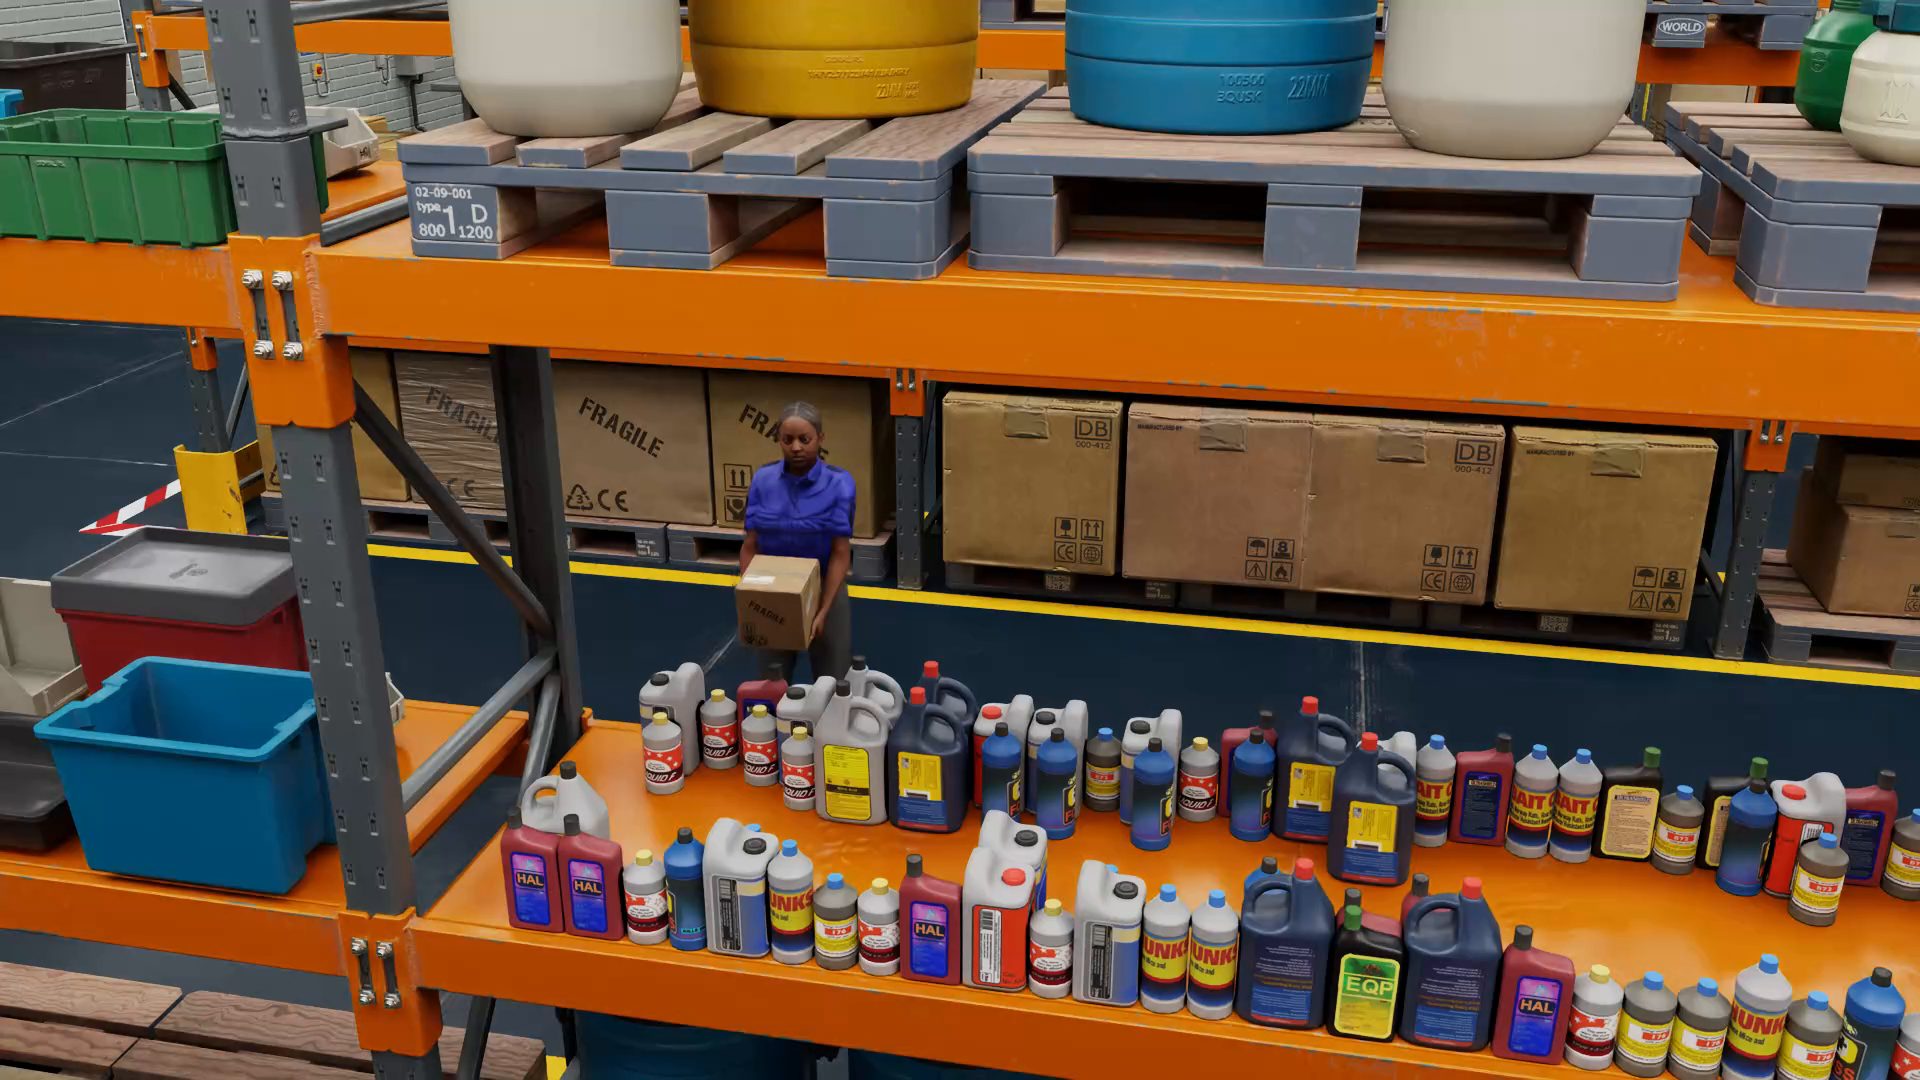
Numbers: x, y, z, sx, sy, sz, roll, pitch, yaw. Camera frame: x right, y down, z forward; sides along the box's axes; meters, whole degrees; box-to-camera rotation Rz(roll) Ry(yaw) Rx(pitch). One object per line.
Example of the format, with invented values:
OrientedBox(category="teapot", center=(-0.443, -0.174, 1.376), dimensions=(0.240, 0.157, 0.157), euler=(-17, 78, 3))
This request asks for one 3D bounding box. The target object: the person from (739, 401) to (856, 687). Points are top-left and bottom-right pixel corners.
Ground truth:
OrientedBox(category="person", center=(-0.623, 0.301, 6.352), dimensions=(0.434, 1.657, 0.502), euler=(4, 22, 10))
